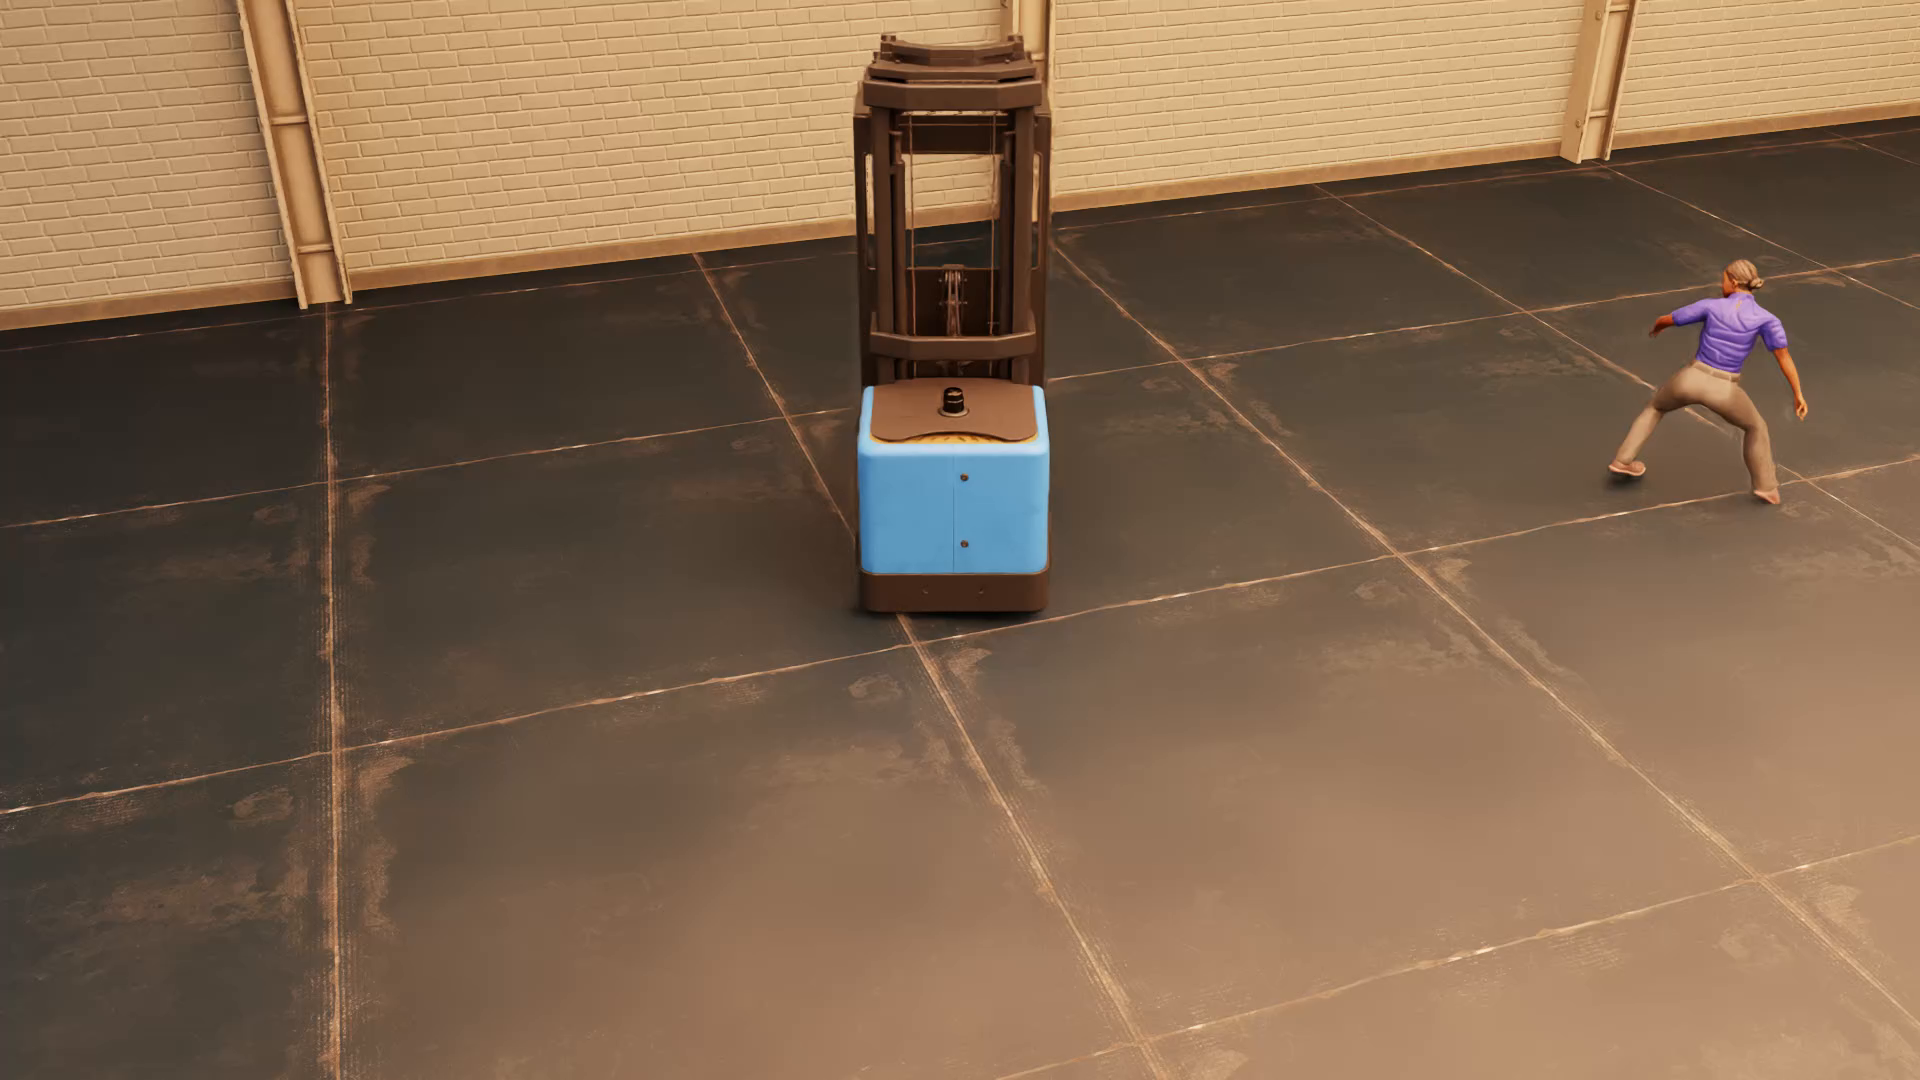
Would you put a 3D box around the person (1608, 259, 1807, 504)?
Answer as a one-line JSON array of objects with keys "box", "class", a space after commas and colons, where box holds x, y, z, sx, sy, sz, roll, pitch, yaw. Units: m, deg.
[{"box": [4.677, -0.917, 10.228, 1.030, 1.600, 0.532, 18, 35, 29], "class": "person"}]

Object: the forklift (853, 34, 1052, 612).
[{"box": [-0.045, -1.568, 9.811, 1.130, 2.935, 3.031, 0, 30, 0], "class": "forklift"}]
